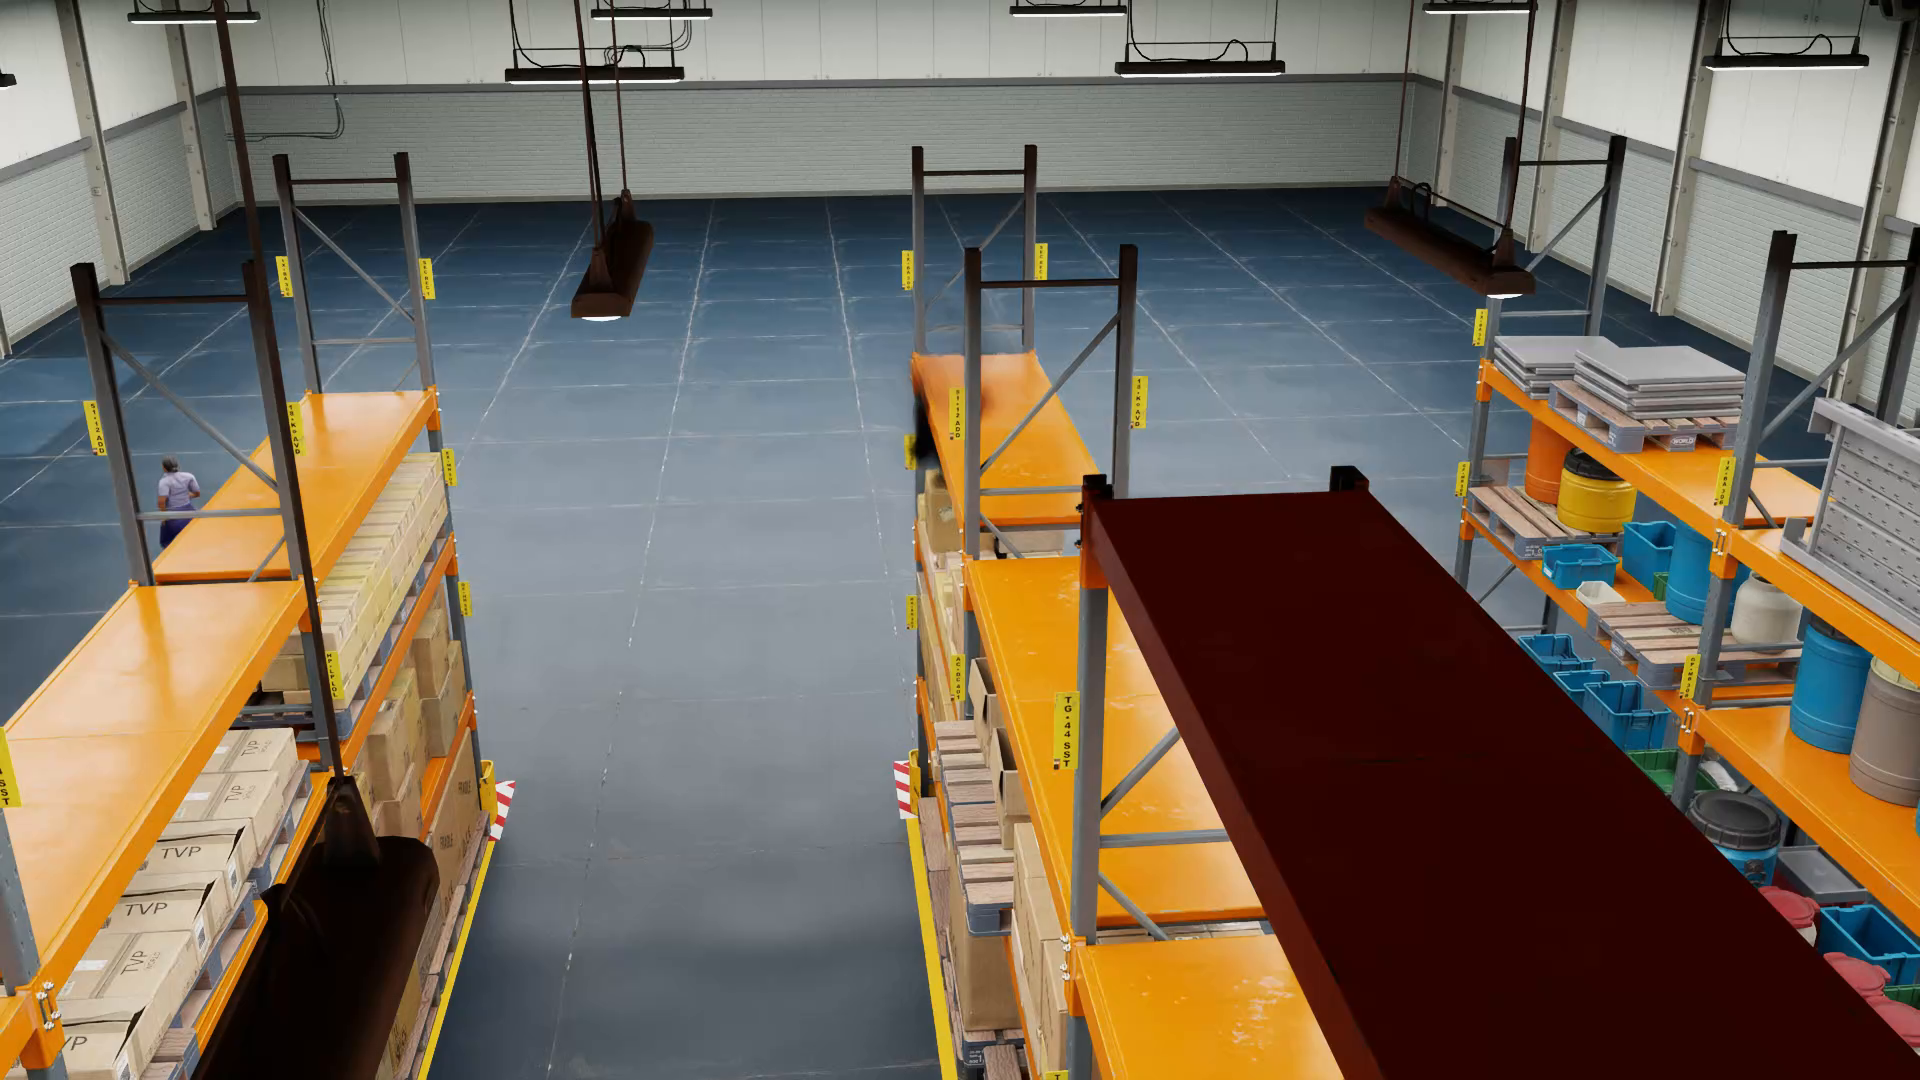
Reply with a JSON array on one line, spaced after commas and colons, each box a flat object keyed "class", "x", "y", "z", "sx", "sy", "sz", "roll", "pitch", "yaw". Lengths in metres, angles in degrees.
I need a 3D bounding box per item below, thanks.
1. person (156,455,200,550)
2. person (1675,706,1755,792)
[{"class": "person", "x": -9.404, "y": -0.231, "z": 20.037, "sx": 0.670, "sy": 1.657, "sz": 0.594, "roll": 19, "pitch": 28, "yaw": 39}, {"class": "person", "x": 6.752, "y": 1.722, "z": 14.951, "sx": 0.675, "sy": 1.760, "sz": 0.820, "roll": -4, "pitch": 22, "yaw": -9}]
